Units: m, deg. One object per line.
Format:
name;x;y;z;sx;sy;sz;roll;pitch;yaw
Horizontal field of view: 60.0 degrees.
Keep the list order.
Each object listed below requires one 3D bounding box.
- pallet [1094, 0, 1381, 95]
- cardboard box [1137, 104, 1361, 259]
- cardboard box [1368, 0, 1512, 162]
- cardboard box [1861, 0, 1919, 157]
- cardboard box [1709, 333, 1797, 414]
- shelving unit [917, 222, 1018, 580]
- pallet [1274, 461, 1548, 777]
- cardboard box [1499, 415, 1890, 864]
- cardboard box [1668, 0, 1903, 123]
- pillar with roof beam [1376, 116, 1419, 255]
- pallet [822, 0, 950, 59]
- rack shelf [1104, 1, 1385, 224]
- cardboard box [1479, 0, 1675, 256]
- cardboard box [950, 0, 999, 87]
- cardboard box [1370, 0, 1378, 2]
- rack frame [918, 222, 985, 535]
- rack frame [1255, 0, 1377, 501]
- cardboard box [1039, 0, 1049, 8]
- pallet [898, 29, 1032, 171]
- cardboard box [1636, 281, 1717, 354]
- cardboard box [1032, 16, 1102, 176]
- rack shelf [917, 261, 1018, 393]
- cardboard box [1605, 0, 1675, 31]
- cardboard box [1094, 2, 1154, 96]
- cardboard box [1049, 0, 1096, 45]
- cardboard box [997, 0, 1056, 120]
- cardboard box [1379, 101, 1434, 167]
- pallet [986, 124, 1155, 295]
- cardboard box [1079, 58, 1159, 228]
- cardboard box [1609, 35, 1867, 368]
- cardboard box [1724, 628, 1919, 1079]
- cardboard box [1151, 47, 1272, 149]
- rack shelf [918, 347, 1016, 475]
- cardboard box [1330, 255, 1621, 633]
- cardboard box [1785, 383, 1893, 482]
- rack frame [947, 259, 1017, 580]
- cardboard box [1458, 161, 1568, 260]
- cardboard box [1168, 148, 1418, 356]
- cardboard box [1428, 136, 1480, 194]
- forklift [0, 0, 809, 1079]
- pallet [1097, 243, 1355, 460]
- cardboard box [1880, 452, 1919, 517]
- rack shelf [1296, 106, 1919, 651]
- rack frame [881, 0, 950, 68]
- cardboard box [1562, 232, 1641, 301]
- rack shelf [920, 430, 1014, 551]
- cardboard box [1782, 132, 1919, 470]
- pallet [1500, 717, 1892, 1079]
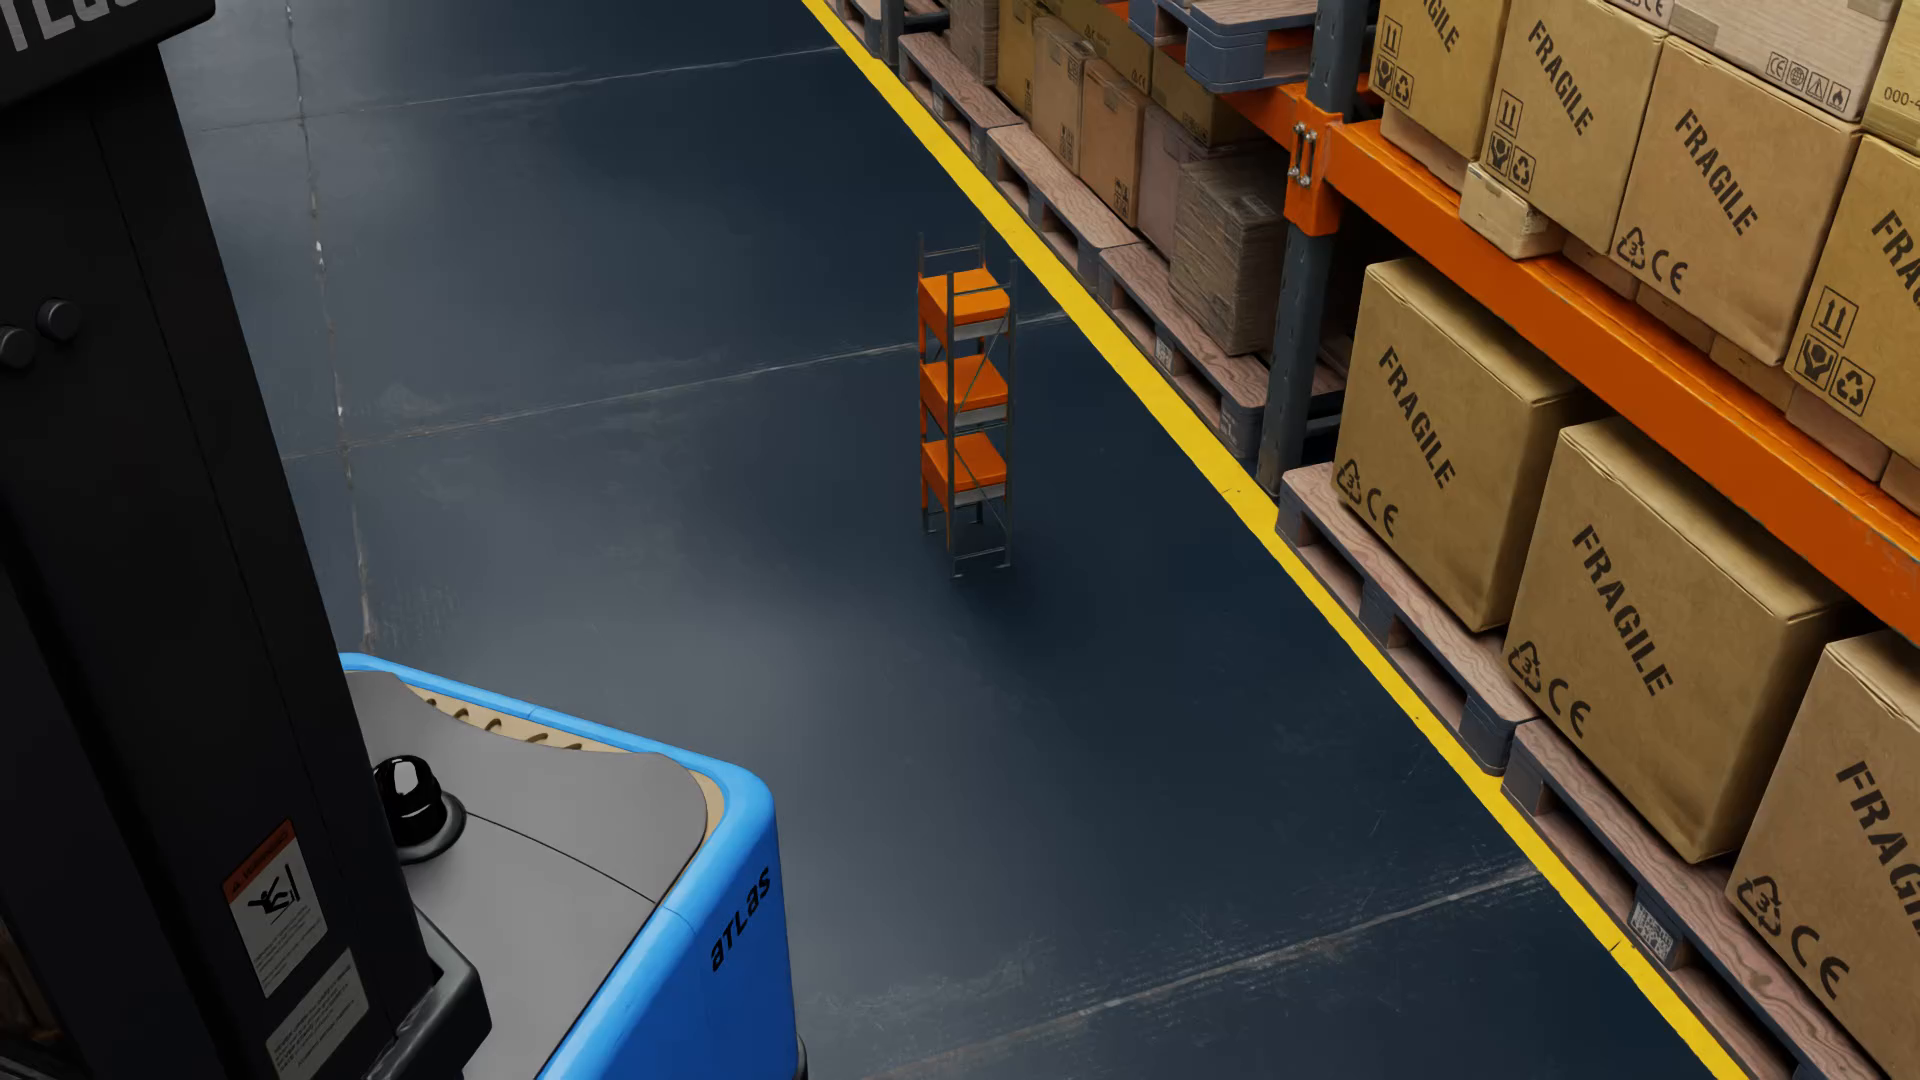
pallet;1.123;-1.770;5.266;1.213;0.211;1.003;-12;39;-16
cardboard box;1.103;-1.354;6.266;0.700;0.500;0.500;-13;39;-16
cardboard box;1.395;-1.305;4.142;0.500;0.500;0.500;-11;38;-15
cardboard box;1.925;-0.750;2.782;0.500;0.250;0.500;-13;39;-17
cardboard box;1.833;-0.418;3.504;0.380;0.149;0.250;-12;39;-15
shelving unit;0.018;-0.389;4.894;0.215;1.050;0.252;-12;39;-16
pallet;1.669;0.109;4.930;1.003;0.211;1.213;-12;39;-16
cardboard box;1.893;0.164;3.977;0.750;0.750;0.750;-13;39;-16
cardboard box;1.744;-1.037;3.163;0.500;0.250;0.500;-12;39;-16
pillar with roof beam;-2.209;-3.884;2.927;9.100;9.000;0.400;-12;39;-16
pallet;-0.173;-2.984;9.035;1.003;0.211;1.213;-12;39;-16
rack shelf;0.780;-2.308;6.419;1.077;0.370;4.000;-12;39;-16
cardboard box;1.566;-1.007;3.747;0.500;0.500;0.500;-11;38;-14
cardboard box;0.360;-2.490;7.775;0.700;0.500;0.500;-11;38;-14
cardboard box;1.297;-1.945;4.890;0.700;0.500;0.500;-17;40;-21
rack frame;-0.024;-0.458;4.986;0.200;1.050;0.008;-12;39;-16
rack frame;1.468;-1.466;4.703;1.000;3.000;0.127;-12;39;-16
cardboard box;0.515;-2.542;7.220;0.500;0.250;0.500;-13;39;-17
pallet;0.361;-2.172;7.958;1.003;0.211;1.213;-12;39;-16
cardboard box;1.754;-0.566;3.701;0.380;0.149;0.250;-12;39;-15
cardboard box;0.723;-1.912;7.007;0.700;0.500;0.500;-12;39;-15
rack shelf;0.018;-0.607;4.730;0.215;0.259;0.240;-12;39;-16
cardboard box;1.568;-1.319;3.537;0.500;0.250;0.500;-13;39;-17
cardboard box;0.852;-1.963;6.451;0.500;0.250;0.500;-13;39;-16
cardboard box;0.698;-2.248;6.831;0.500;0.250;0.500;-14;39;-17
cardboard box;0.585;-2.209;7.401;0.700;0.500;0.500;-13;39;-17
cardboard box;1.364;-1.139;4.462;0.380;0.149;0.250;-13;39;-17
pallet;0.784;-1.482;7.042;1.003;0.211;1.213;-12;39;-16
cardboard box;0.906;-1.629;6.631;0.700;0.500;0.500;-13;39;-16
cardboard box;1.736;-0.727;3.375;0.500;0.500;0.500;-13;39;-16
cardboard box;2.190;0.643;3.341;0.750;0.750;0.750;-11;38;-15
cardboard box;1.034;-1.673;6.067;0.500;0.250;0.500;-12;39;-15
rack shelf;0.018;-0.381;4.900;0.215;0.259;0.240;-12;39;-16
cardboard box;1.598;-0.332;4.635;0.750;0.750;0.750;-13;39;-17
cardboard box;1.902;-0.275;3.314;0.380;0.149;0.250;-12;39;-16
rack frame;0.060;-0.320;4.803;0.200;1.050;0.008;-12;39;-16
cardboard box;1.454;-0.828;4.048;0.380;0.149;0.250;-11;38;-15
cardboard box;1.171;-1.039;5.848;0.700;0.500;0.500;-12;39;-15
cardboard box;1.442;-0.995;4.270;0.380;0.149;0.250;-12;39;-15
forklift;-1.330;0.814;1.733;1.130;2.935;3.031;14;39;17
pallet;1.201;-0.794;6.128;1.003;0.211;1.213;-12;39;-16
cardboard box;1.986;-0.125;3.115;0.380;0.149;0.250;-11;38;-15
rack shelf;2.156;-0.048;3.419;1.077;0.370;4.000;-12;39;-16
rack frame;0.092;-3.725;7.703;1.000;3.000;0.127;-12;39;-16
cardboard box;1.657;-0.711;3.893;0.380;0.149;0.250;-13;39;-16
rack shelf;0.018;-0.159;5.068;0.215;0.259;0.240;-12;39;-16
cardboard box;1.923;-0.434;2.986;0.500;0.500;0.500;-11;38;-15
pallet;2.085;0.797;4.016;1.003;0.211;1.213;-12;39;-16
